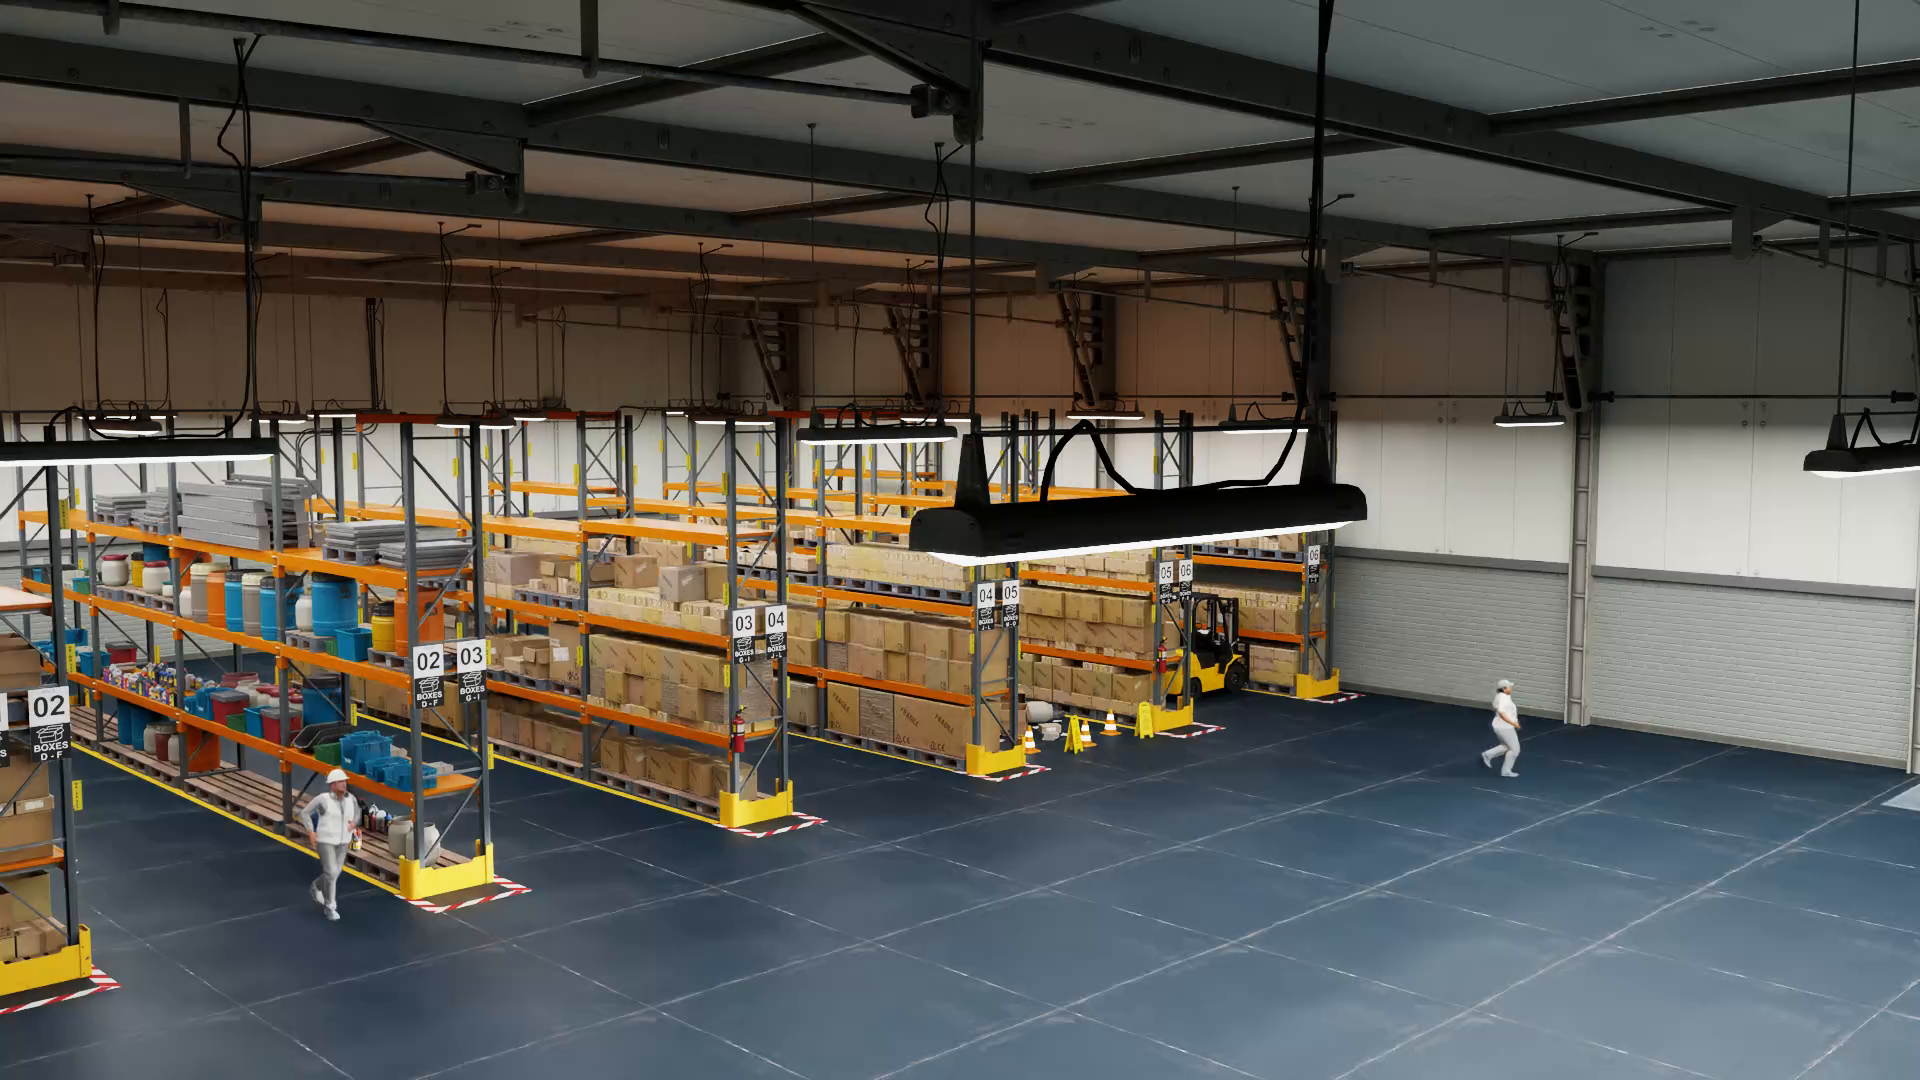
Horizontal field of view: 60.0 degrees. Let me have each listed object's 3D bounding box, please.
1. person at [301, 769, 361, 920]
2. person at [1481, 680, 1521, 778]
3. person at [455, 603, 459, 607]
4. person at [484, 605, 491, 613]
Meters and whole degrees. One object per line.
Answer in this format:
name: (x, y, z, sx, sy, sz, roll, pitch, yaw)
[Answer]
person: (-7.702, 3.719, 20.418, 0.783, 1.837, 0.694, 4, 6, 37)
person: (9.020, 3.128, 27.662, 0.570, 1.624, 0.625, 1, 5, 8)
person: (-11.385, 2.249, 37.710, 0.634, 1.633, 0.656, -2, 5, -24)
person: (-11.461, 1.962, 40.525, 0.618, 1.758, 0.794, -3, 6, -27)
